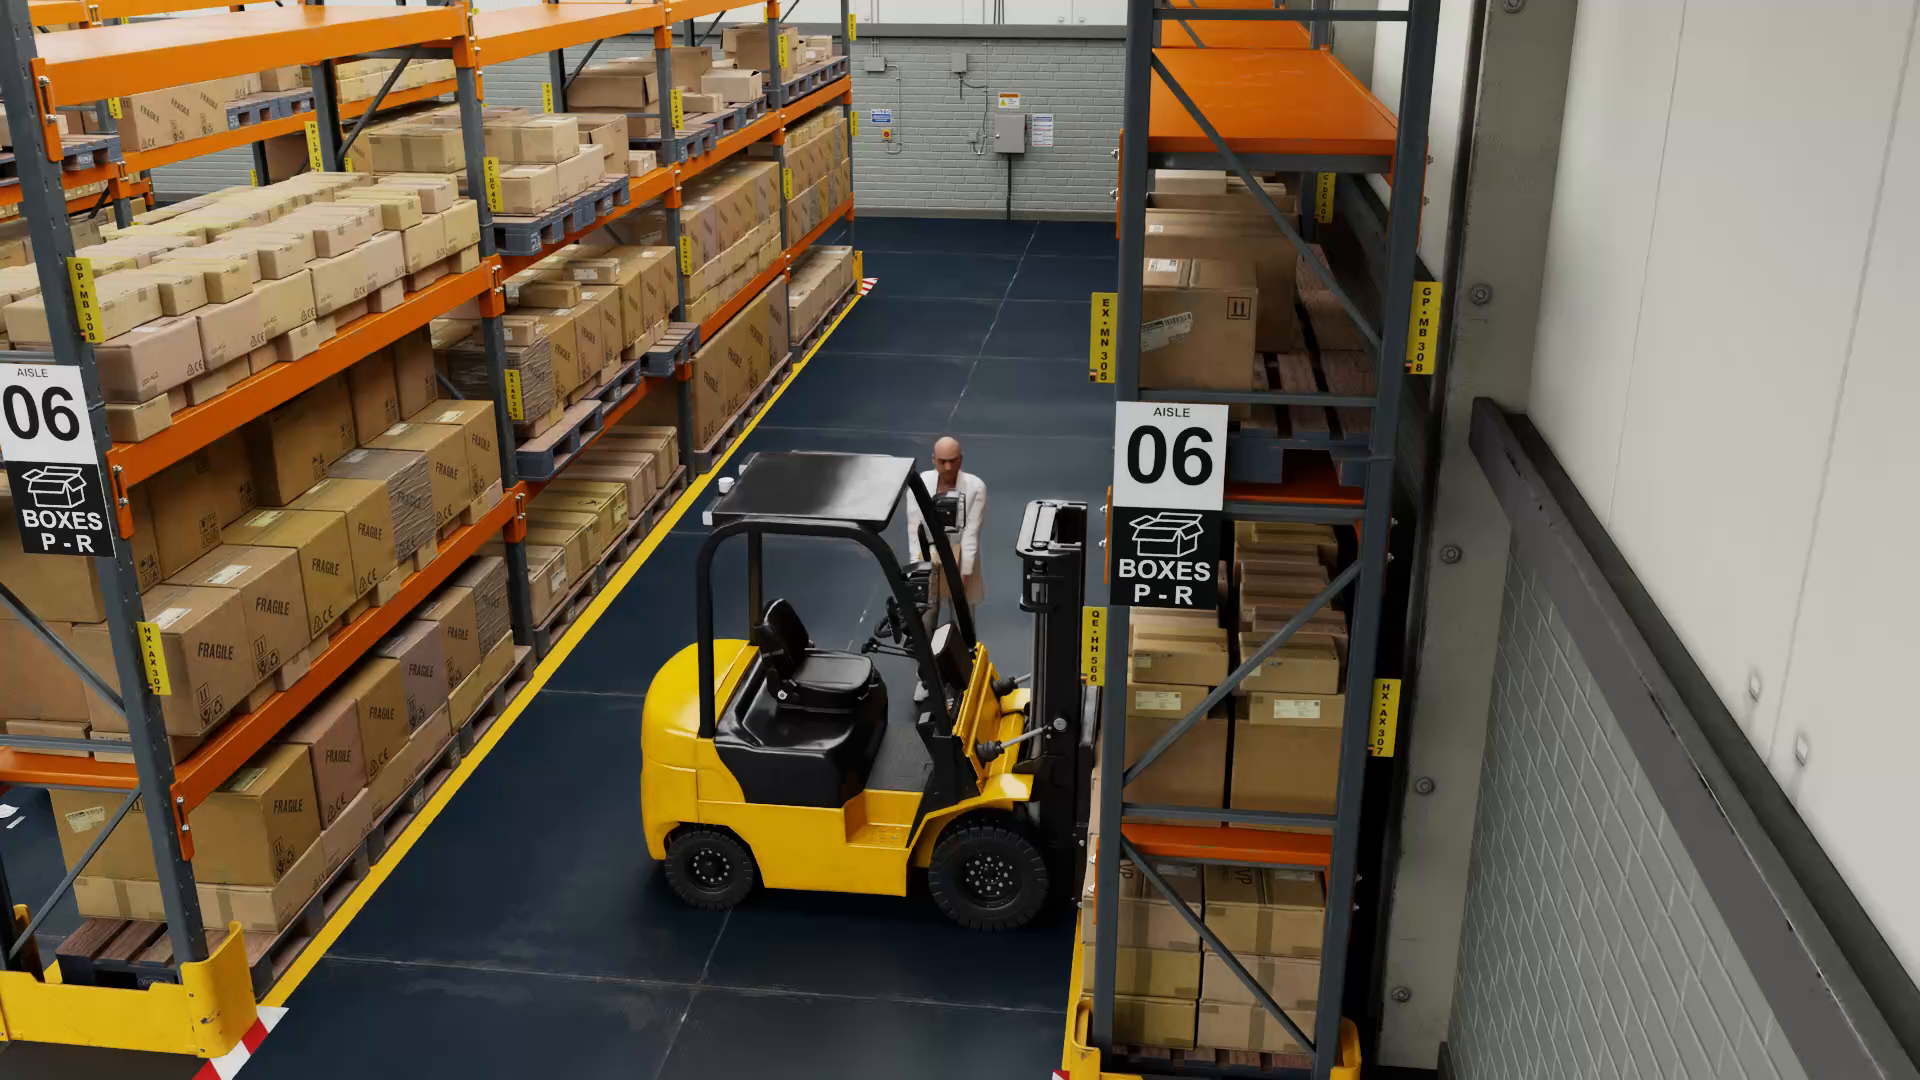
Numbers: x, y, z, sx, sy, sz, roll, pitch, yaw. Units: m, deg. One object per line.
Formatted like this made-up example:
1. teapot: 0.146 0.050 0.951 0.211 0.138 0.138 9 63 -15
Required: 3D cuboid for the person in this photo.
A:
1. person: -0.101 0.210 10.566 0.531 1.774 0.573 2 21 5
